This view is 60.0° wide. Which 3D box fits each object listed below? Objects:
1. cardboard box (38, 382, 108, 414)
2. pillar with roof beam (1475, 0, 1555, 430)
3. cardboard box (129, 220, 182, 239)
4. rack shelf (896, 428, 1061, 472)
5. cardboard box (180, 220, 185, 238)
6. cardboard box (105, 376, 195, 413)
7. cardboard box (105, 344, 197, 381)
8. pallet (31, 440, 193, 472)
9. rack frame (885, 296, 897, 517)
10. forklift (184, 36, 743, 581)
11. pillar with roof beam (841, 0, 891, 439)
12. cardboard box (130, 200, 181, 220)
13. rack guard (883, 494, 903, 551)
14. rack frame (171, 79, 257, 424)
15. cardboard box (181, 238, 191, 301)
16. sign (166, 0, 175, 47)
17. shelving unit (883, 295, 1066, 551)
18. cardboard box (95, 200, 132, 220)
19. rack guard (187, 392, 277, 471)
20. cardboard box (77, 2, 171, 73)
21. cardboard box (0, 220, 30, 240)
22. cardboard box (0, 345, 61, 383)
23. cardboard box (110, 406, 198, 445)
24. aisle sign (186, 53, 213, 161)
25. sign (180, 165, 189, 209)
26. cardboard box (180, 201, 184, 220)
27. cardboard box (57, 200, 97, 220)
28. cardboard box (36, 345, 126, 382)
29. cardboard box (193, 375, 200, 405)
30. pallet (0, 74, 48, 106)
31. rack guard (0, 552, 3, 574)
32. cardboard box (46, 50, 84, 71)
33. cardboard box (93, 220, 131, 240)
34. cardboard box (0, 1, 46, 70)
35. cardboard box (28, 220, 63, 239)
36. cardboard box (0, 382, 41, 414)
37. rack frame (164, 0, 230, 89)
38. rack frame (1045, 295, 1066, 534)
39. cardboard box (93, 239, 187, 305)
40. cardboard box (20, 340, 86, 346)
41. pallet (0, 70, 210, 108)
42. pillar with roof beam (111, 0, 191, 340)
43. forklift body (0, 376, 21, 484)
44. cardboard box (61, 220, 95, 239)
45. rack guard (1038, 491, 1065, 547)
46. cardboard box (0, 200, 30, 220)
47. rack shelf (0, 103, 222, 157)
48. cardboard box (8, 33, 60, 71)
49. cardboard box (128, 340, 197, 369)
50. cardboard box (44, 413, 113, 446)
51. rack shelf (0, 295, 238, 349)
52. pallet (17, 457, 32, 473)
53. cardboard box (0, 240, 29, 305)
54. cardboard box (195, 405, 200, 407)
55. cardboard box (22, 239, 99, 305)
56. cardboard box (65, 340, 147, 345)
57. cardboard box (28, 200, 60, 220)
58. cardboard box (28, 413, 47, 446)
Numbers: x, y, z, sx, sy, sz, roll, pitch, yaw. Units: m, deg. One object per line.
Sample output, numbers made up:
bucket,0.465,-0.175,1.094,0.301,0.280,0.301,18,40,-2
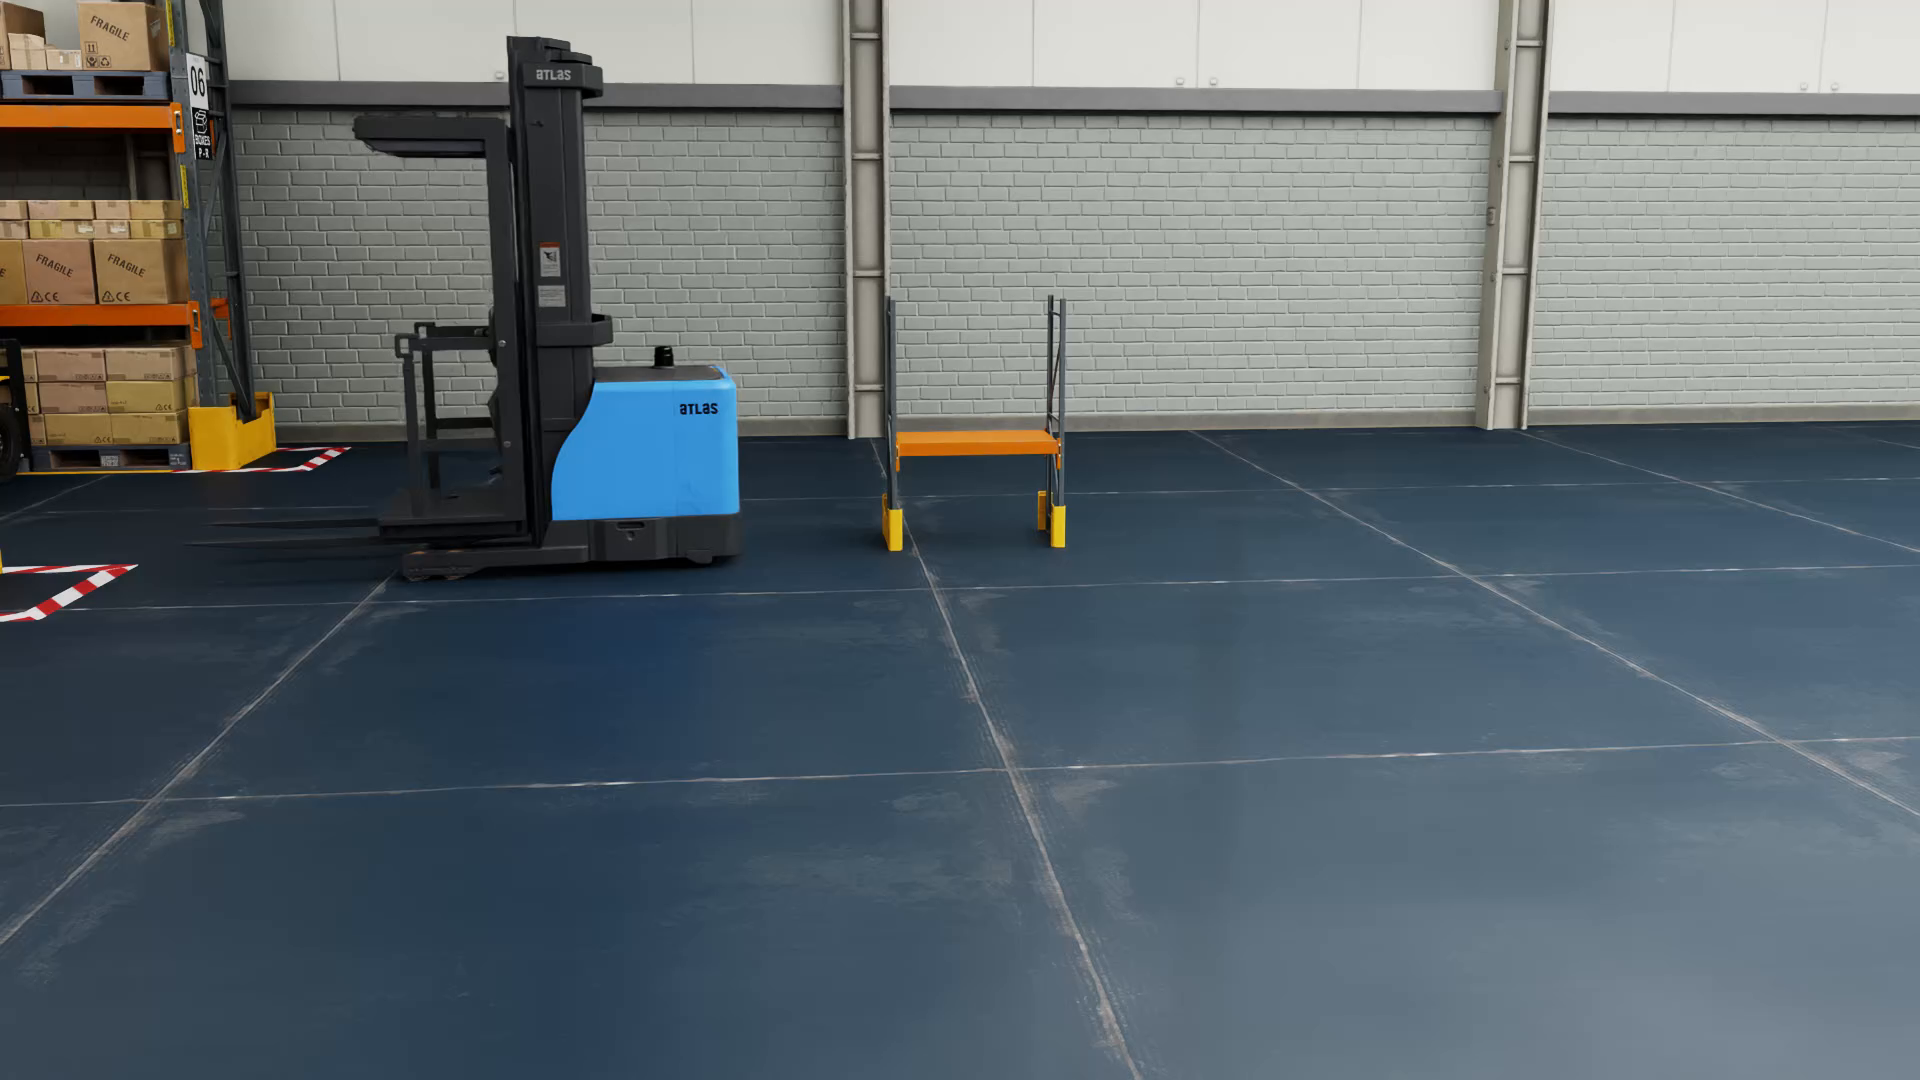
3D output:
cardboard box,-6.953,-1.158,13.224,0.500,0.250,0.500,-1,11,-7
pillar with roof beam,5.602,-4.660,10.746,0.400,9.000,9.100,-1,11,-6
cardboard box,-6.317,-2.440,13.065,0.250,0.149,0.380,-1,11,-5
rack shelf,0.085,-0.561,10.267,1.000,0.185,0.538,-1,11,-6
cardboard box,-6.368,-2.544,13.592,0.250,0.149,0.380,-1,11,-8
cardboard box,-6.453,-1.166,13.267,0.500,0.250,0.500,-1,11,-7
cardboard box,-6.427,-1.412,13.222,0.500,0.250,0.500,-1,11,-4
pallet,-6.759,-0.742,13.594,1.213,0.211,1.003,-1,11,-6
rack frame,-0.421,-0.727,10.179,0.032,1.500,0.500,-1,11,-6
forklift,-2.831,-1.320,9.483,3.031,2.935,1.130,-2,11,-12
pillar with roof beam,-0.363,-4.535,10.110,0.400,9.000,9.100,-1,11,-6
cardboard box,-6.336,-2.599,13.103,0.250,0.149,0.380,-1,11,-6
rack guard,-0.419,-0.114,10.299,0.087,0.250,0.587,-1,11,-6
rack frame,-6.003,-2.134,13.447,0.127,3.000,1.000,-1,11,-6
cardboard box,-6.525,-2.226,13.656,0.500,0.500,0.500,-1,11,-4
sign,-5.958,-3.897,12.549,0.005,0.325,0.100,-1,11,-6
shelving unit,0.076,-0.738,10.231,1.083,1.500,0.587,-1,11,-6
cardboard box,-6.578,-2.588,13.046,0.250,0.149,0.380,-1,11,-6
rack guard,-5.979,-0.908,13.691,0.348,0.500,1.175,-1,11,-6
cardboard box,-6.417,-3.854,12.813,0.500,0.500,0.500,-1,11,-4
cardboard box,-7.341,-2.418,12.951,0.250,0.149,0.380,-2,11,-8
cardboard box,-7.435,-1.388,13.099,0.500,0.250,0.500,-1,11,-5
cardboard box,-6.436,-0.921,13.314,0.500,0.250,0.500,-1,11,-6
aisle sign,-5.906,-3.355,12.917,0.004,0.787,0.394,-1,11,-6
sign,-5.958,-2.714,12.782,0.005,0.325,0.100,-1,11,-6
cardboard box,-6.360,-2.681,13.519,0.250,0.149,0.380,-1,11,-7
cardboard box,-6.835,-2.578,12.992,0.250,0.149,0.380,-1,11,-5
cardboard box,-6.934,-1.400,13.162,0.500,0.250,0.500,-1,11,-5
cardboard box,-6.493,-1.266,13.776,0.500,0.250,0.500,-1,11,-5
pallet,-7.924,-3.527,12.984,1.213,0.211,1.003,-1,11,-6
rack guard,-5.539,0.046,8.838,0.348,0.500,1.175,-1,11,-6
cardboard box,-6.794,-3.662,12.748,0.250,0.149,0.380,-2,11,-8
cardboard box,-6.568,-2.429,13.009,0.250,0.149,0.380,-1,11,-5
cardboard box,-7.446,-3.852,12.802,0.500,0.500,0.700,-1,11,-6
cardboard box,-7.080,-2.433,13.026,0.250,0.149,0.380,-1,11,-6
cardboard box,-7.464,-1.143,13.149,0.500,0.250,0.500,-1,11,-7
rack frame,-6.003,-5.078,12.868,0.127,3.000,1.000,-1,11,-6
rack frame,0.590,-0.748,10.286,0.032,1.500,0.500,-1,11,-6
cardboard box,-6.464,-2.122,13.129,0.500,0.500,0.500,-1,11,-7
cardboard box,-7.496,-1.488,13.610,0.500,0.250,0.500,-1,11,-6
pallet,-6.709,-3.553,13.117,1.213,0.211,1.003,-1,11,-6
pillar with roof beam,-6.327,-4.410,9.474,0.400,9.000,9.100,-1,11,-6
forklift body,-7.691,-1.328,11.548,1.214,2.155,2.313,-1,11,-6
cardboard box,-6.833,-2.436,13.041,0.250,0.149,0.380,-1,11,-5
rack guard,0.571,-0.135,10.405,0.087,0.250,0.587,-1,11,-6
cardboard box,-7.338,-2.560,12.902,0.250,0.149,0.380,-1,11,-5
rack shelf,-7.991,-3.211,13.015,4.000,0.370,1.077,-1,11,-6
cardboard box,-7.046,-3.714,12.710,0.258,0.266,0.396,-1,11,-6
cardboard box,-6.501,-1.508,13.709,0.500,0.250,0.500,-1,11,-7
cardboard box,-6.931,-0.912,13.270,0.500,0.250,0.500,-1,11,-6
rack shelf,-7.991,-1.739,13.304,4.000,0.370,1.077,-1,11,-6
pallet,-7.969,-0.717,13.468,1.213,0.211,1.003,-1,11,-6
cardboard box,-7.490,-2.103,13.028,0.500,0.500,0.500,-1,11,-7
cardboard box,-6.512,-1.018,13.810,0.500,0.250,0.500,-1,11,-6
cardboard box,-6.981,-2.113,13.083,0.500,0.500,0.500,-1,11,-4
cardboard box,-6.997,-1.497,13.653,0.500,0.250,0.500,-1,11,-6
cardboard box,-7.091,-2.587,13.038,0.250,0.149,0.380,-1,11,-6
cardboard box,-7.430,-0.903,13.226,0.500,0.250,0.500,-1,11,-5
